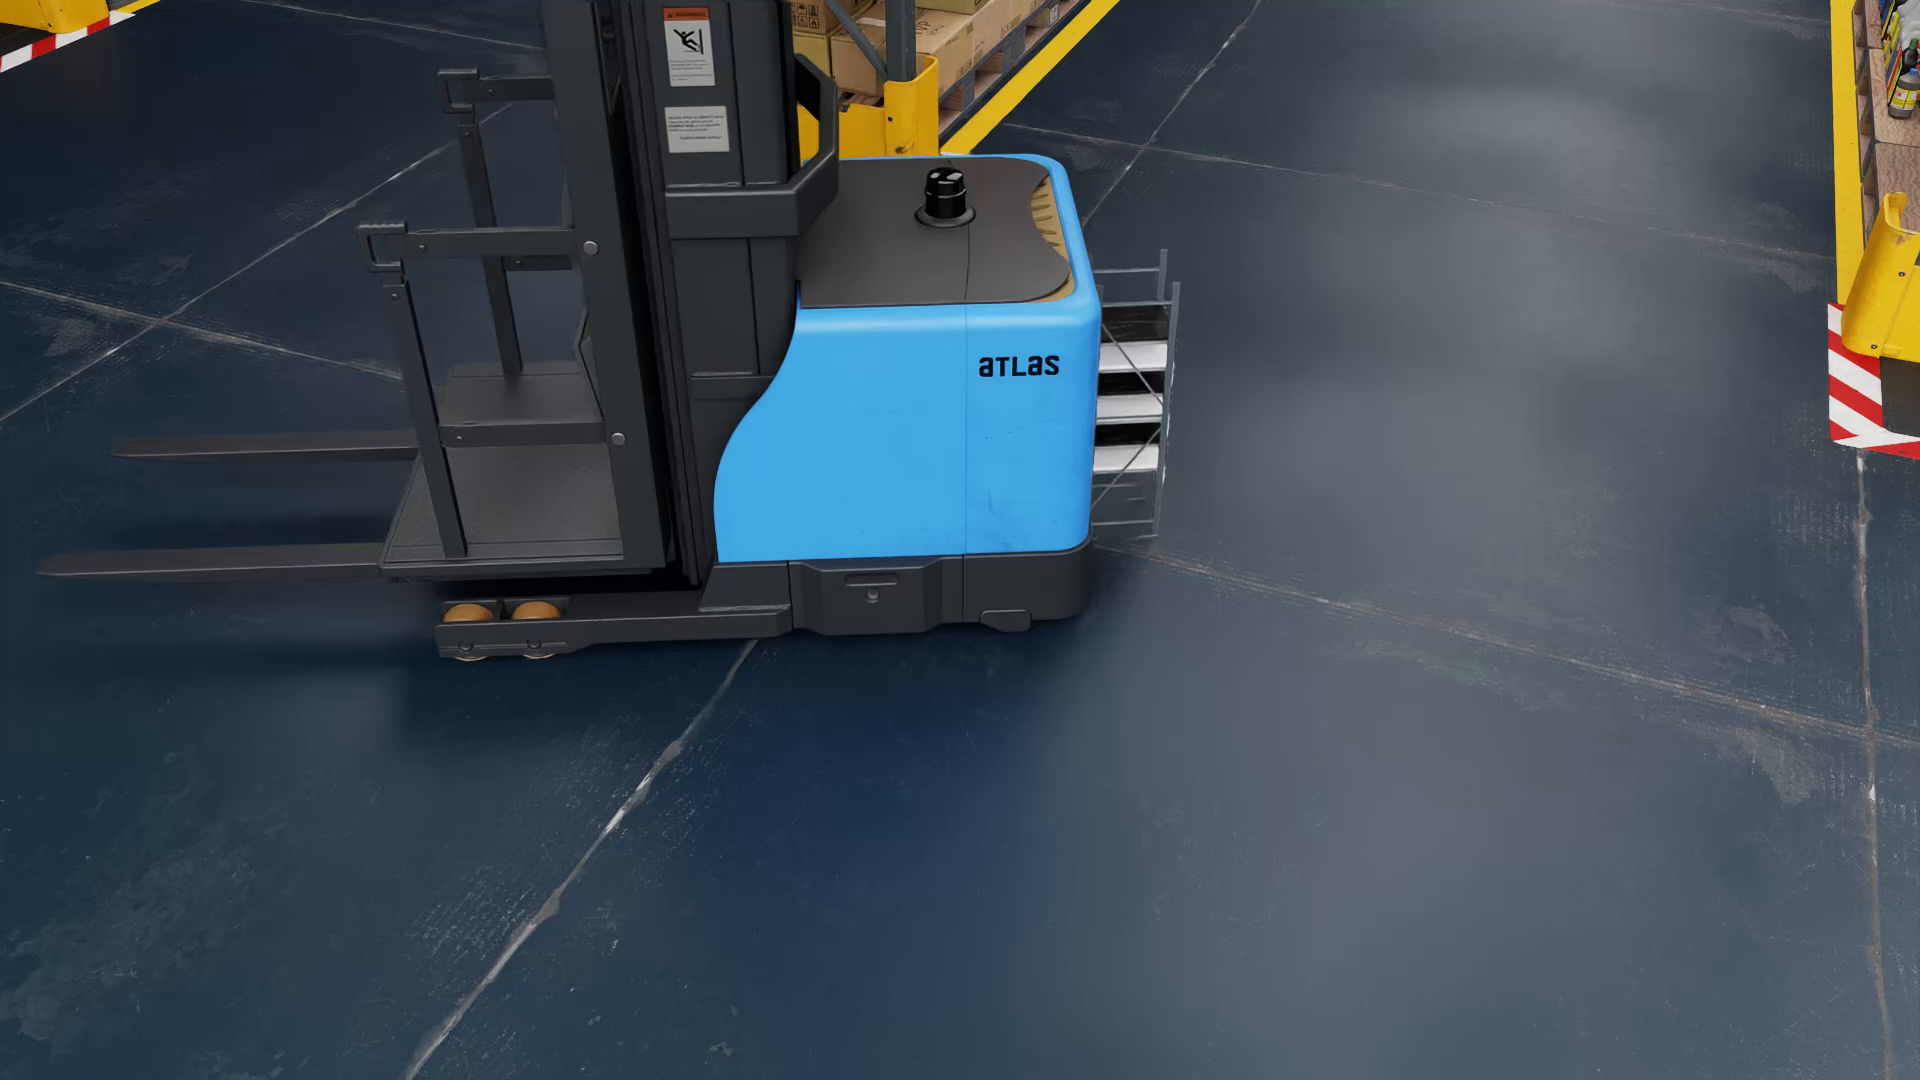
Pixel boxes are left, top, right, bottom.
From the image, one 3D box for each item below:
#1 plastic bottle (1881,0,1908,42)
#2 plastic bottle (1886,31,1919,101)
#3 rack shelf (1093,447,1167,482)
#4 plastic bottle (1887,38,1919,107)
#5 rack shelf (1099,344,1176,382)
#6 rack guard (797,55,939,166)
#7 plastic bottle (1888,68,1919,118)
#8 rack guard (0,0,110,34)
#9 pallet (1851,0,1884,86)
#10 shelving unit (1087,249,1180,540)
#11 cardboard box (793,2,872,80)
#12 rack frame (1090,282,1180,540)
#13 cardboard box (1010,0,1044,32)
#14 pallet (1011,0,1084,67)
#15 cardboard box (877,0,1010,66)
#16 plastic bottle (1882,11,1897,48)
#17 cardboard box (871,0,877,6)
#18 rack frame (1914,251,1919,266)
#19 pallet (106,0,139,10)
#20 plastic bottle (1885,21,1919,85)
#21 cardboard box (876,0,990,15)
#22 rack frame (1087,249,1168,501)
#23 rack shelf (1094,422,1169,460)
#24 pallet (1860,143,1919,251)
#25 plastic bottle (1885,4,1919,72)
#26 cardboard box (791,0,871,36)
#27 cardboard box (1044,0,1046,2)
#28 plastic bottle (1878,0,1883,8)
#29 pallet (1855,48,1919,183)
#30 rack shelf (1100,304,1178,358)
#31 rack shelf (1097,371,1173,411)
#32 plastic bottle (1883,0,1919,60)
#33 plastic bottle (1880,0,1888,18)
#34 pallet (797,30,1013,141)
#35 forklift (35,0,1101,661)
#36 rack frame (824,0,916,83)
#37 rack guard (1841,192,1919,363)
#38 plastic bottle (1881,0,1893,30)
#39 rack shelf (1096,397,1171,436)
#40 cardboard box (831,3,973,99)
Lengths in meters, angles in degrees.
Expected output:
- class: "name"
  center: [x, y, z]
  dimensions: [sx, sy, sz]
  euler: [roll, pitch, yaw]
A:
- class: "plastic bottle"
  center: [4.564, -2.580, 8.097]
  dimensions: [0.061, 0.283, 0.133]
  euler: [16, 40, 20]
- class: "plastic bottle"
  center: [4.321, -2.151, 7.530]
  dimensions: [0.152, 0.276, 0.135]
  euler: [14, 39, 18]
- class: "rack shelf"
  center: [0.498, -0.256, 5.197]
  dimensions: [0.258, 0.077, 0.200]
  euler: [-3, 37, -4]
- class: "plastic bottle"
  center: [4.227, -2.089, 7.441]
  dimensions: [0.061, 0.283, 0.133]
  euler: [15, 39, 19]
- class: "rack shelf"
  center: [0.498, -0.544, 4.982]
  dimensions: [0.258, 0.077, 0.200]
  euler: [-3, 37, -4]
- class: "rack guard"
  center: [-0.682, -1.931, 7.416]
  dimensions: [1.175, 0.500, 0.348]
  euler: [14, 39, 18]
- class: "plastic bottle"
  center: [4.200, -1.988, 7.374]
  dimensions: [0.097, 0.201, 0.097]
  euler: [0, 37, 0]
- class: "rack guard"
  center: [-5.227, -3.113, 8.997]
  dimensions: [1.175, 0.500, 0.348]
  euler: [14, 39, 18]
- class: "pallet"
  center: [5.134, -2.551, 8.486]
  dimensions: [1.003, 0.211, 1.213]
  euler: [14, 39, 18]
- class: "shelving unit"
  center: [0.498, -0.427, 5.069]
  dimensions: [0.258, 0.900, 0.210]
  euler: [-3, 37, -4]
- class: "cardboard box"
  center: [-0.742, -2.377, 7.871]
  dimensions: [0.500, 0.250, 0.500]
  euler: [14, 39, 18]
- class: "rack frame"
  center: [0.507, -0.366, 4.988]
  dimensions: [0.240, 0.900, 0.006]
  euler: [-3, 37, -4]
- class: "cardboard box"
  center: [0.114, -2.813, 8.454]
  dimensions: [0.500, 0.250, 0.500]
  euler: [14, 39, 18]
- class: "pallet"
  center: [0.045, -2.935, 9.000]
  dimensions: [1.003, 0.211, 1.213]
  euler: [14, 39, 18]
- class: "cardboard box"
  center: [-0.076, -2.537, 8.084]
  dimensions: [0.500, 0.250, 0.500]
  euler: [14, 39, 18]
- class: "plastic bottle"
  center: [4.536, -2.477, 8.029]
  dimensions: [0.097, 0.201, 0.097]
  euler: [0, 37, 0]
- class: "cardboard box"
  center: [-0.563, -2.657, 8.245]
  dimensions: [0.500, 0.250, 0.500]
  euler: [14, 39, 18]
- class: "rack frame"
  center: [3.906, -1.816, 5.173]
  dimensions: [1.000, 3.000, 0.127]
  euler: [14, 39, 18]
- class: "pallet"
  center: [-4.885, -3.439, 9.675]
  dimensions: [1.003, 0.211, 1.213]
  euler: [14, 39, 18]
- class: "plastic bottle"
  center: [4.374, -2.228, 7.632]
  dimensions: [0.152, 0.276, 0.135]
  euler: [13, 39, 16]
- class: "cardboard box"
  center: [-0.075, -2.837, 7.859]
  dimensions: [0.500, 0.500, 0.500]
  euler: [14, 39, 18]
- class: "rack frame"
  center: [0.490, -0.487, 5.150]
  dimensions: [0.240, 0.900, 0.006]
  euler: [-3, 37, -4]
- class: "rack shelf"
  center: [0.498, -0.328, 5.143]
  dimensions: [0.258, 0.077, 0.200]
  euler: [-3, 37, -4]
- class: "pallet"
  center: [4.206, -1.200, 6.679]
  dimensions: [1.003, 0.211, 1.213]
  euler: [14, 39, 18]
- class: "plastic bottle"
  center: [4.433, -2.350, 7.734]
  dimensions: [0.144, 0.351, 0.185]
  euler: [15, 39, 20]
- class: "cardboard box"
  center: [-0.744, -2.678, 7.647]
  dimensions: [0.500, 0.500, 0.500]
  euler: [14, 39, 18]
- class: "cardboard box"
  center: [0.309, -3.089, 8.823]
  dimensions: [0.500, 0.250, 0.500]
  euler: [14, 39, 18]
- class: "plastic bottle"
  center: [4.804, -2.854, 8.470]
  dimensions: [0.152, 0.276, 0.135]
  euler: [15, 39, 19]
- class: "pallet"
  center: [4.672, -1.873, 7.580]
  dimensions: [1.003, 0.211, 1.213]
  euler: [14, 39, 18]
- class: "rack shelf"
  center: [0.498, -0.616, 4.928]
  dimensions: [0.258, 0.077, 0.200]
  euler: [-3, 37, -4]
- class: "rack shelf"
  center: [0.498, -0.472, 5.035]
  dimensions: [0.258, 0.077, 0.200]
  euler: [-3, 37, -4]
- class: "plastic bottle"
  center: [4.504, -2.453, 7.872]
  dimensions: [0.144, 0.351, 0.185]
  euler: [14, 39, 17]
- class: "plastic bottle"
  center: [4.738, -2.793, 8.326]
  dimensions: [0.144, 0.351, 0.185]
  euler: [15, 39, 19]
- class: "pallet"
  center: [-0.421, -2.262, 8.100]
  dimensions: [1.003, 0.211, 1.213]
  euler: [14, 39, 18]
- class: "forklift"
  center: [-1.155, -1.152, 4.343]
  dimensions: [3.031, 2.935, 1.130]
  euler: [-2, 37, -3]
- class: "rack frame"
  center: [-0.673, -2.946, 6.686]
  dimensions: [1.000, 3.000, 0.127]
  euler: [14, 39, 18]
- class: "rack guard"
  center: [3.892, -0.867, 5.992]
  dimensions: [1.175, 0.500, 0.348]
  euler: [14, 39, 18]
- class: "plastic bottle"
  center: [4.666, -2.688, 8.186]
  dimensions: [0.144, 0.351, 0.185]
  euler: [12, 38, 16]
- class: "rack shelf"
  center: [0.498, -0.400, 5.089]
  dimensions: [0.258, 0.077, 0.200]
  euler: [-3, 37, -4]
- class: "cardboard box"
  center: [-0.263, -2.259, 7.713]
  dimensions: [0.500, 0.250, 0.500]
  euler: [14, 39, 18]
